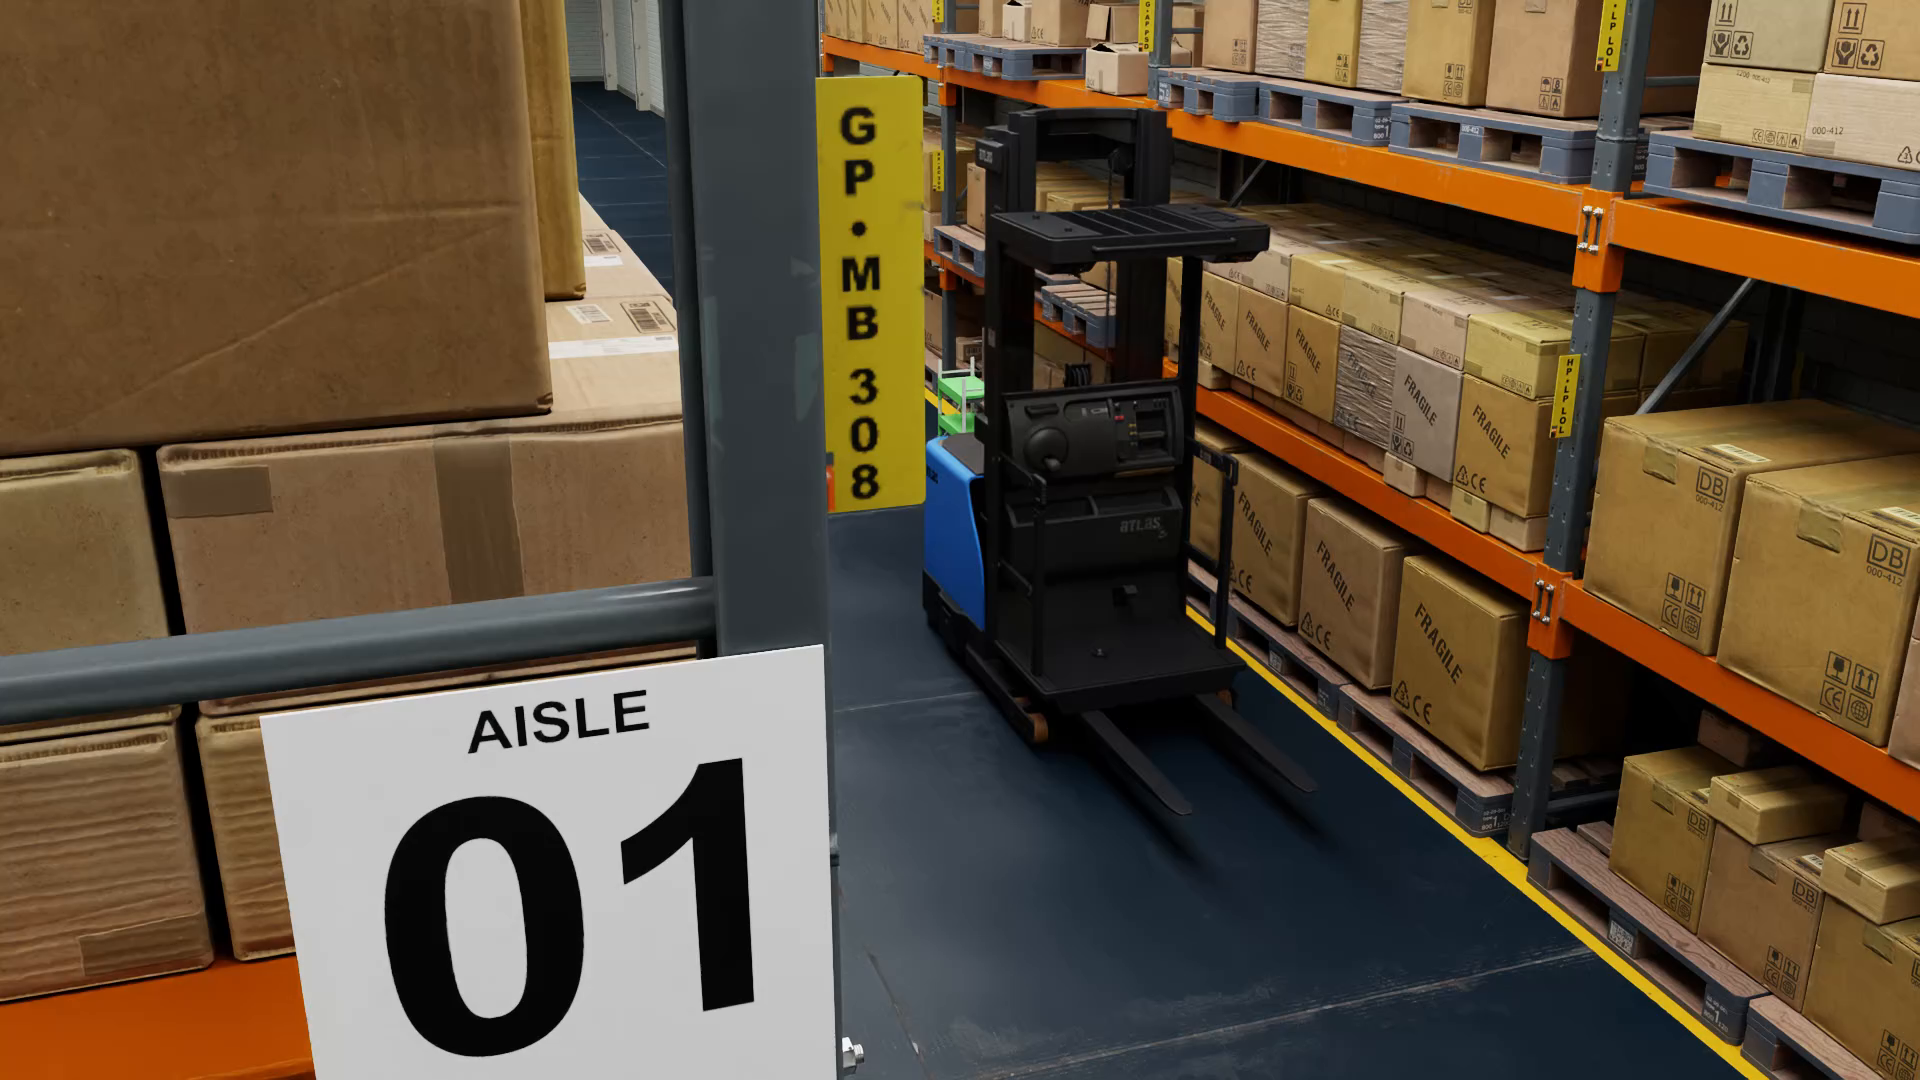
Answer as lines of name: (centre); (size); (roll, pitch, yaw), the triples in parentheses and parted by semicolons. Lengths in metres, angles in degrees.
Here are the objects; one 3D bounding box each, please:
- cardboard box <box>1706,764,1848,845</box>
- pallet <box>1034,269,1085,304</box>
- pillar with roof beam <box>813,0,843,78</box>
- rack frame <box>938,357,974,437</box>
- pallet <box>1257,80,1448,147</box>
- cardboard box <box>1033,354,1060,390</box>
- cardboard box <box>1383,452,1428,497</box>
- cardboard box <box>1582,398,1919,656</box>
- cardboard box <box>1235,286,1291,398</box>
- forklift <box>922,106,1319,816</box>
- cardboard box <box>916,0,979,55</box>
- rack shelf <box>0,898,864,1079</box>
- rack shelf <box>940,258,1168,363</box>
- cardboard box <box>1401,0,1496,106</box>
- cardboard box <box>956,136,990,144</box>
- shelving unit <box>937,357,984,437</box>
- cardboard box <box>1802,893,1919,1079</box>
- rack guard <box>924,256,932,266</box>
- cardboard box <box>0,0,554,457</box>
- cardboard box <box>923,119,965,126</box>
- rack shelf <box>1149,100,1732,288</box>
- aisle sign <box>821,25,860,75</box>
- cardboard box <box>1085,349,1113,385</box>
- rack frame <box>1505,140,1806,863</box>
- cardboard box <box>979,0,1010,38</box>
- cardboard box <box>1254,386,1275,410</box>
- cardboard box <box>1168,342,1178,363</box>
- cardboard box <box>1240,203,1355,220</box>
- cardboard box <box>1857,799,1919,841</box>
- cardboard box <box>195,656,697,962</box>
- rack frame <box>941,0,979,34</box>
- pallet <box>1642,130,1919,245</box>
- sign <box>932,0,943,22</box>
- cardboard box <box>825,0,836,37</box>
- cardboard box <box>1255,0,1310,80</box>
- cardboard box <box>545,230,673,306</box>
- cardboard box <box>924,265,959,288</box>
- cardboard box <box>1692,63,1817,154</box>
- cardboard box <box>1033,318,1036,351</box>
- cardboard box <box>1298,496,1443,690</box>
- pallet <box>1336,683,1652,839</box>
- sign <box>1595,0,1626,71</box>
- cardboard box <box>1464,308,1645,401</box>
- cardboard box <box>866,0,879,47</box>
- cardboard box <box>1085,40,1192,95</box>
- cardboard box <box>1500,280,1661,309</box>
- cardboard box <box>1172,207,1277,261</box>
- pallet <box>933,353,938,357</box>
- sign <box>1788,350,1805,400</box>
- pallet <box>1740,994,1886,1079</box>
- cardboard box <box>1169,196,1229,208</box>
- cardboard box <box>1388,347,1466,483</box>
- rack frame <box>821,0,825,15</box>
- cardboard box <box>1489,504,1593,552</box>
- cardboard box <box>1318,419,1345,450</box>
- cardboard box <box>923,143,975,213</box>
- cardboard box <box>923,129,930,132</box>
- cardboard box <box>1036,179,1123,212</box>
cardboard box: (2.926, 0.946, 5.963); (0.380, 0.149, 0.250); (-6, 21, -15)
pallet: (0.936, -1.932, 12.142); (1.003, 0.211, 1.213); (-6, 21, -17)
pillar with roof beam: (-5.849, -8.117, 20.204); (9.100, 9.000, 0.400); (-6, 21, -17)
rack frame: (-0.025, -0.590, 10.784); (0.240, 1.200, 0.015); (-6, 21, -17)
pallet: (2.204, -2.155, 8.320); (1.003, 0.211, 1.213); (-5, 20, -15)
cardboard box: (0.919, -1.143, 12.708); (0.700, 0.500, 0.500); (-6, 21, -17)
cardboard box: (2.200, -0.322, 7.719); (0.380, 0.149, 0.250); (-6, 21, -17)
cardboard box: (3.009, -0.073, 6.239); (0.980, 0.700, 0.700); (-6, 21, -16)
cardboard box: (1.817, -1.076, 8.859); (0.500, 0.500, 0.500); (-6, 21, -17)
forklift: (0.749, -0.528, 8.050); (1.130, 2.935, 3.031); (-7, 21, -18)
cardboard box: (-0.055, -4.280, 13.780); (0.500, 0.500, 0.500); (-6, 21, -16)
rack shelf: (-1.219, -0.012, 3.138); (1.077, 0.370, 4.000); (-6, 21, -17)
rack shelf: (0.968, -1.695, 12.262); (1.077, 0.370, 4.000); (-6, 21, -17)
cardboard box: (2.445, -2.239, 7.478); (0.700, 0.500, 0.500); (-7, 21, -18)
cardboard box: (0.231, -3.306, 14.767); (0.500, 0.500, 0.500); (-7, 21, -18)
shelving unit: (0.052, -0.512, 10.566); (0.258, 1.200, 0.503); (-6, 21, -17)
cardboard box: (3.306, 1.448, 5.523); (0.700, 0.500, 0.500); (-6, 21, -16)
rack guard: (-0.894, -2.758, 17.855); (1.175, 0.500, 0.348); (-6, 21, -17)
cardboard box: (-0.767, -0.389, 1.498); (0.700, 0.500, 0.500); (-6, 21, -17)
cardboard box: (-0.252, -3.794, 16.124); (0.500, 0.500, 0.500); (-7, 21, -19)
rack shelf: (2.225, -1.823, 8.181); (1.077, 0.370, 4.000); (-6, 21, -17)
aisle sign: (-1.225, -5.173, 17.037); (0.394, 0.787, 0.004); (-6, 21, -17)
cardboard box: (1.201, -1.190, 11.730); (0.500, 0.250, 0.500); (-6, 21, -16)
rack frame: (2.854, -0.108, 6.779); (1.000, 3.000, 0.127); (-6, 21, -17)
cardboard box: (0.435, -4.148, 12.820); (0.500, 0.500, 0.500); (-3, 20, -9)
cardboard box: (1.840, -0.826, 9.122); (0.380, 0.149, 0.250); (-6, 21, -16)
cardboard box: (1.480, -1.152, 10.030); (0.380, 0.149, 0.250); (-7, 21, -18)
cardboard box: (1.986, -1.823, 9.827); (0.500, 0.250, 0.500); (-6, 21, -16)
cardboard box: (3.386, 1.002, 5.806); (0.380, 0.149, 0.250); (-7, 21, -19)
cardboard box: (-0.510, 0.170, 1.789); (0.500, 0.250, 0.500); (-6, 21, -17)
rack frame: (0.340, -5.498, 12.913); (1.000, 3.000, 0.127); (-6, 21, -17)
pallet: (3.101, -1.214, 5.553); (1.003, 0.211, 1.213); (-6, 21, -17)
sign: (-0.173, -4.270, 13.165); (0.100, 0.325, 0.005); (-6, 21, -17)
cardboard box: (-1.050, -5.293, 16.601); (0.500, 0.500, 0.500); (-6, 21, -16)
cardboard box: (2.020, -2.743, 8.881); (0.700, 0.500, 0.500); (-8, 21, -20)
cardboard box: (-0.655, -0.227, 2.156); (0.500, 0.250, 0.500); (-6, 21, -17)
cardboard box: (-0.423, -2.334, 16.024); (0.700, 0.500, 0.500); (-8, 21, -21)
cardboard box: (2.821, -1.444, 5.514); (0.500, 0.250, 0.500); (-6, 21, -17)
cardboard box: (0.728, -1.683, 13.103); (0.500, 0.250, 0.500); (-7, 21, -18)
cardboard box: (2.244, 0.227, 8.407); (0.750, 0.750, 0.750); (-6, 21, -16)
pallet: (2.540, 0.965, 7.918); (1.003, 0.211, 1.213); (-6, 21, -17)
sign: (2.342, -1.850, 5.963); (0.100, 0.325, 0.005); (-6, 21, -17)
cardboard box: (2.464, -0.780, 6.924); (0.500, 0.250, 0.500); (-6, 21, -16)
cardboard box: (-0.559, -4.781, 15.175); (0.500, 0.500, 0.500); (-5, 20, -14)
cardboard box: (1.114, -2.973, 10.421); (0.500, 0.311, 0.500); (-6, 21, -17)
cardboard box: (2.786, -1.000, 7.536); (0.500, 0.250, 0.500); (-6, 21, -17)
cardboard box: (1.504, -1.759, 9.648); (0.500, 0.250, 0.500); (-6, 21, -16)
pallet: (-0.292, -1.967, 16.080); (1.003, 0.211, 1.213); (-6, 21, -17)
sign: (3.380, -0.612, 6.785); (0.100, 0.325, 0.005); (-6, 21, -17)
pallet: (3.406, 1.849, 5.456); (1.003, 0.211, 1.213); (-6, 21, -17)
cardboard box: (1.460, -2.058, 10.452); (0.380, 0.149, 0.250); (-9, 22, -24)
cardboard box: (2.300, -0.588, 7.500); (0.500, 0.500, 0.500); (-6, 21, -17)
rack frame: (-0.918, -6.782, 16.487); (1.000, 3.000, 0.127); (-6, 21, -17)
cardboard box: (2.479, -0.077, 7.037); (0.380, 0.149, 0.250); (-6, 21, -17)
cardboard box: (2.049, -0.576, 8.426); (0.380, 0.149, 0.250); (-6, 21, -15)
cardboard box: (-0.103, -3.086, 14.153); (0.500, 0.500, 0.500); (-6, 21, -17)
cardboard box: (-0.577, -3.575, 15.515); (0.500, 0.500, 0.500); (-6, 21, -16)
cardboard box: (0.873, -2.374, 12.290); (0.700, 0.500, 0.500); (-4, 20, -10)
